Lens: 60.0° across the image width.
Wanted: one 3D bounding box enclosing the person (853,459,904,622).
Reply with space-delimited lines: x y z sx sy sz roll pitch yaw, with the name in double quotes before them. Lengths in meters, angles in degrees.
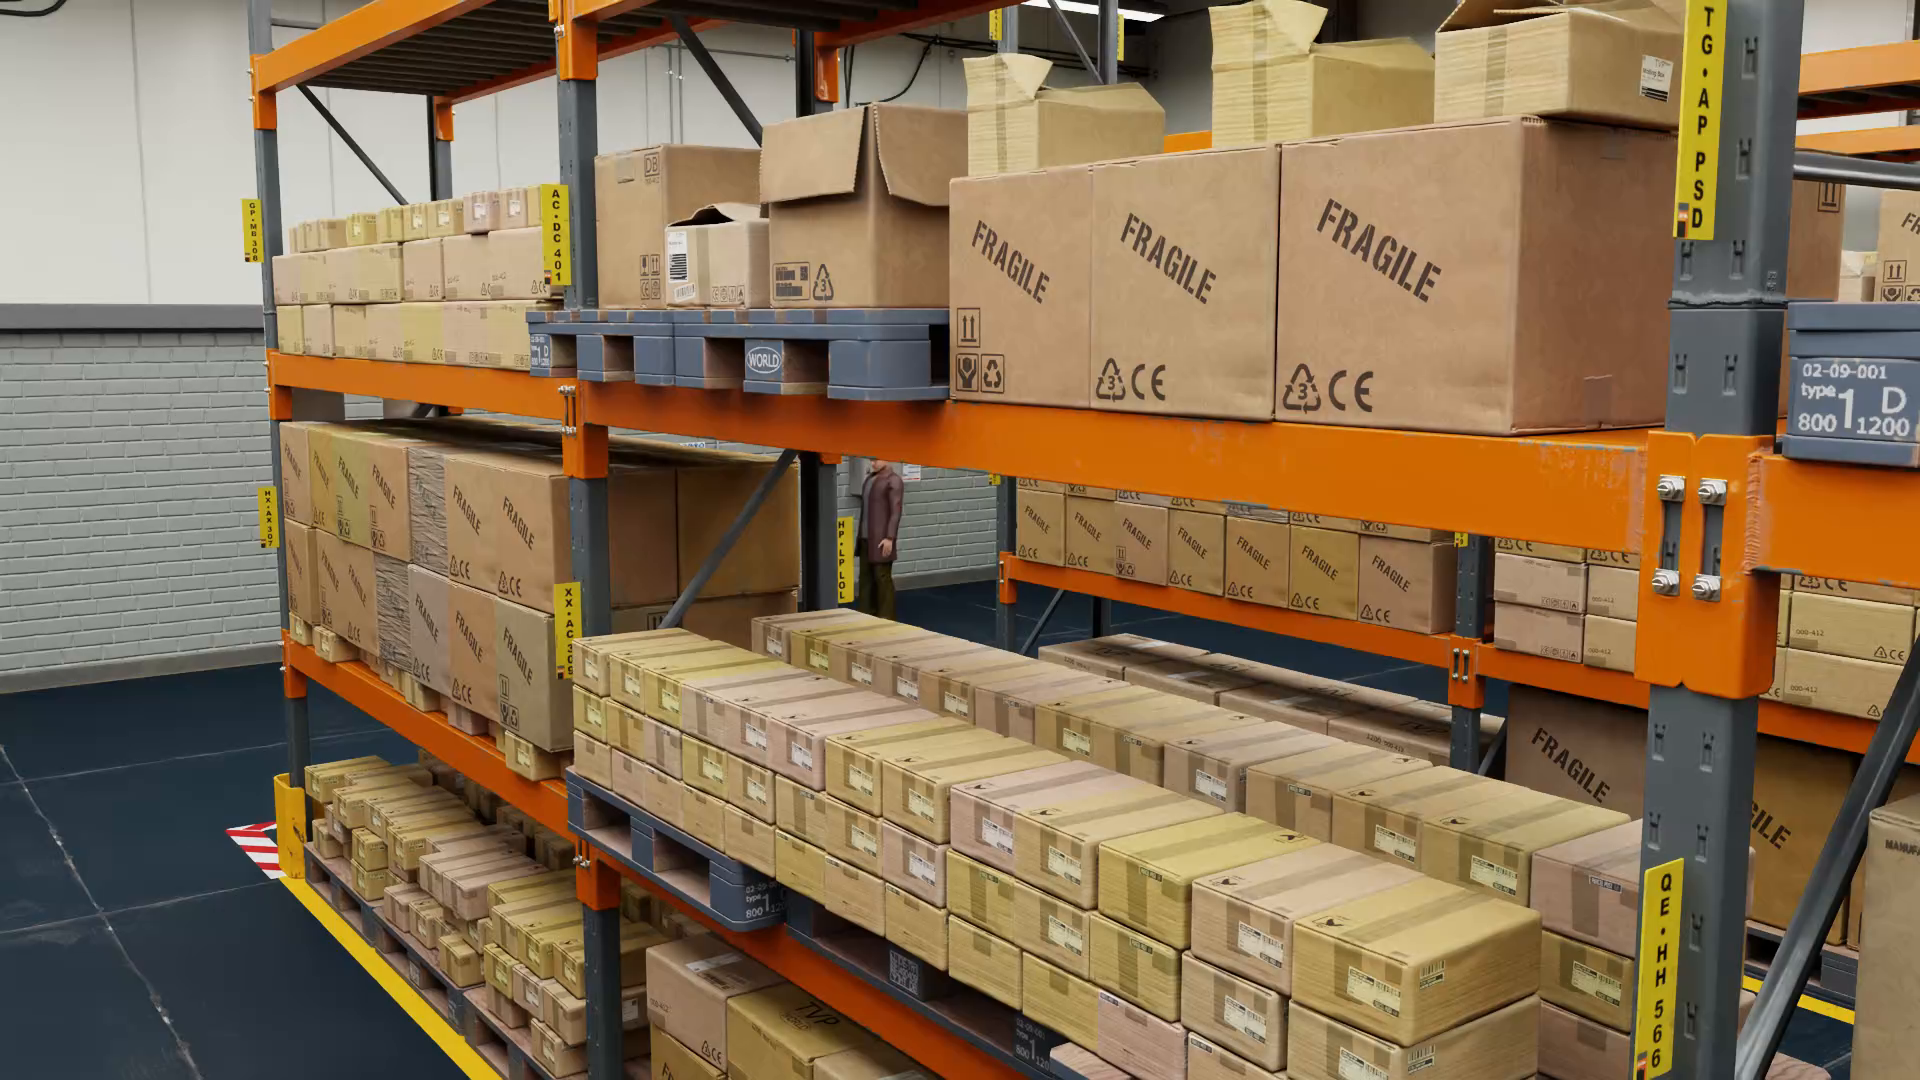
"person" -0.839 -0.007 15.884 0.495 1.799 0.620 -5 9 -35
